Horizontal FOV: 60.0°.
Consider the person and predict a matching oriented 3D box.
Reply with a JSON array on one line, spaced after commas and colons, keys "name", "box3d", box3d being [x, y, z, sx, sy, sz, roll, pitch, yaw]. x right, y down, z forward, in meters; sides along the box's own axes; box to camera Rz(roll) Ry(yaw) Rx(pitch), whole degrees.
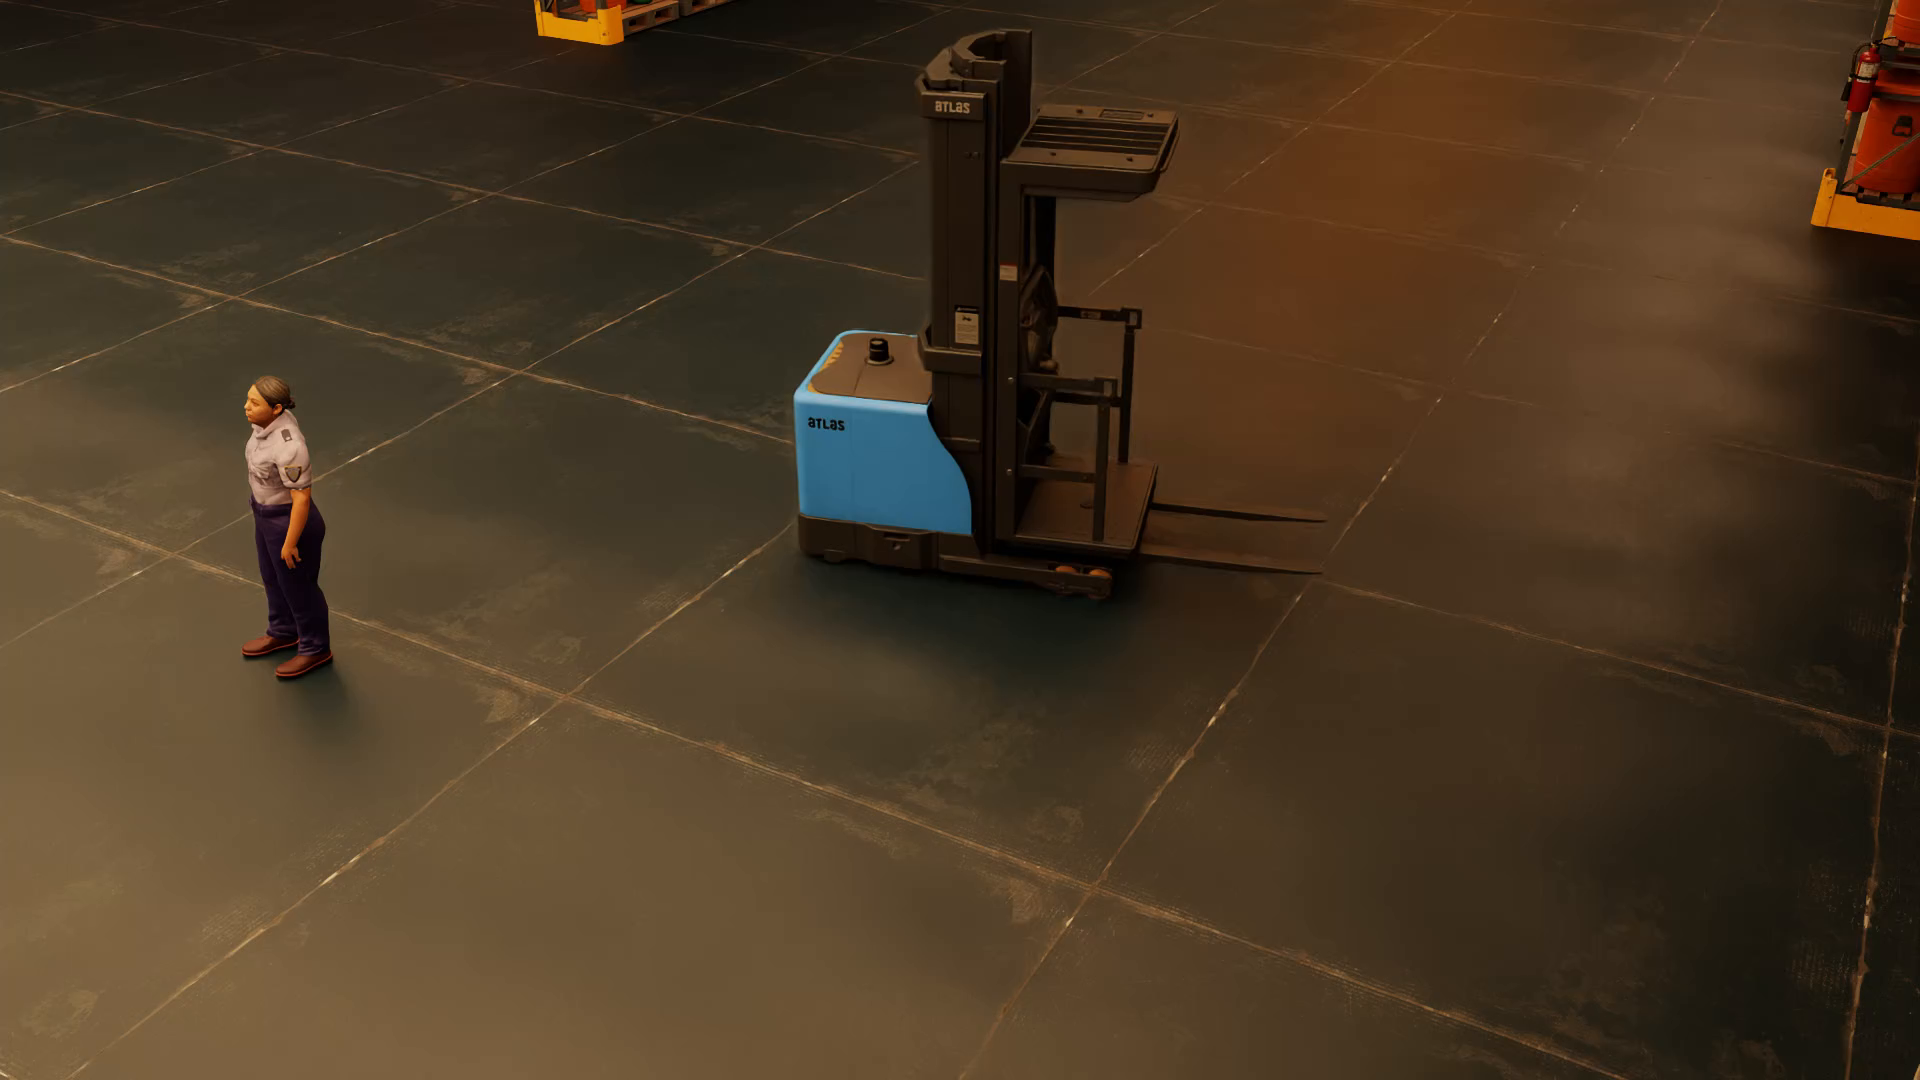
[{"name": "person", "box3d": [-3.510, -0.062, 8.448, 0.502, 1.651, 0.598, -17, 34, -27]}]

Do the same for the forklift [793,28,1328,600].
[{"name": "forklift", "box3d": [0.621, -1.225, 9.194, 3.031, 2.935, 1.130, 7, 31, 11]}]
